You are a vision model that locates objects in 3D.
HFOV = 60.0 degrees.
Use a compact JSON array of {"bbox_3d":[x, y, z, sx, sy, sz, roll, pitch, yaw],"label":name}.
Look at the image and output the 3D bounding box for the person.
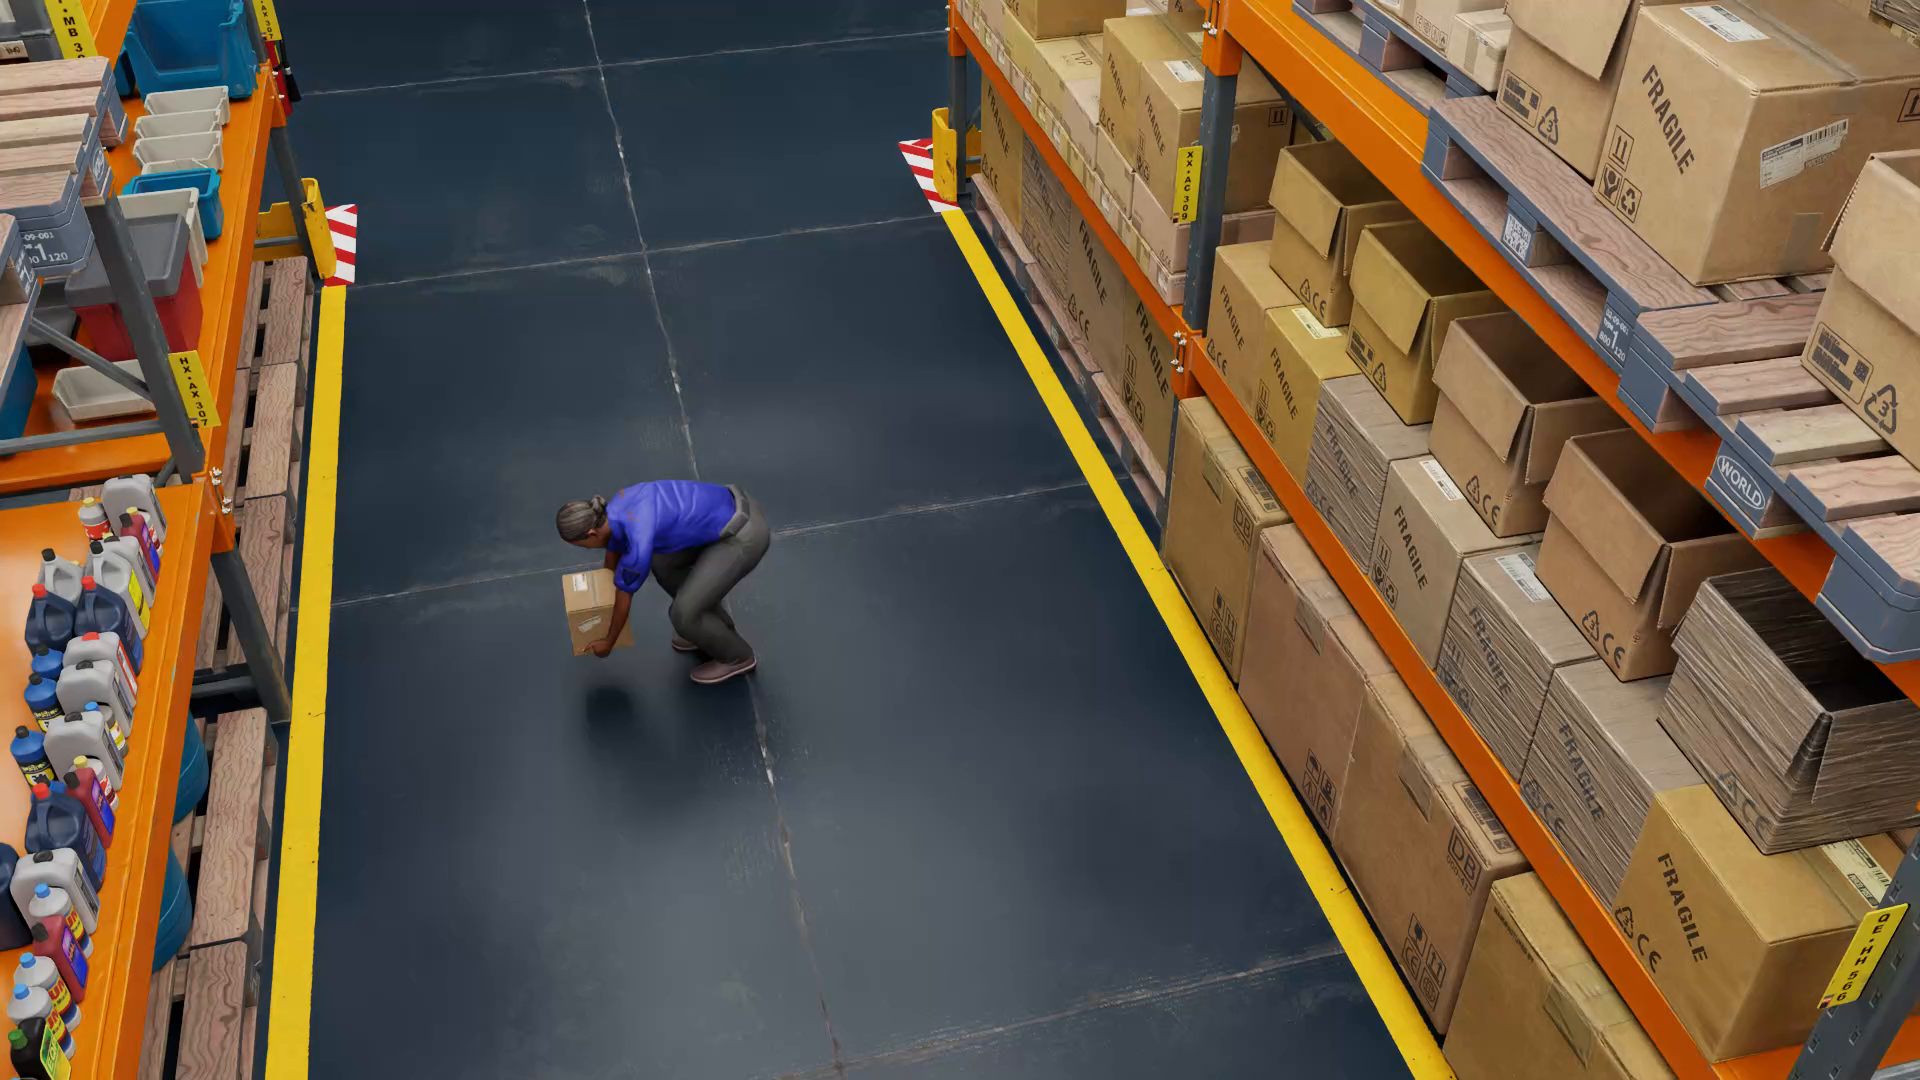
[{"bbox_3d":[-1.222,0.161,7.061,0.860,0.982,0.459,-11,40,-14],"label":"person"}]
